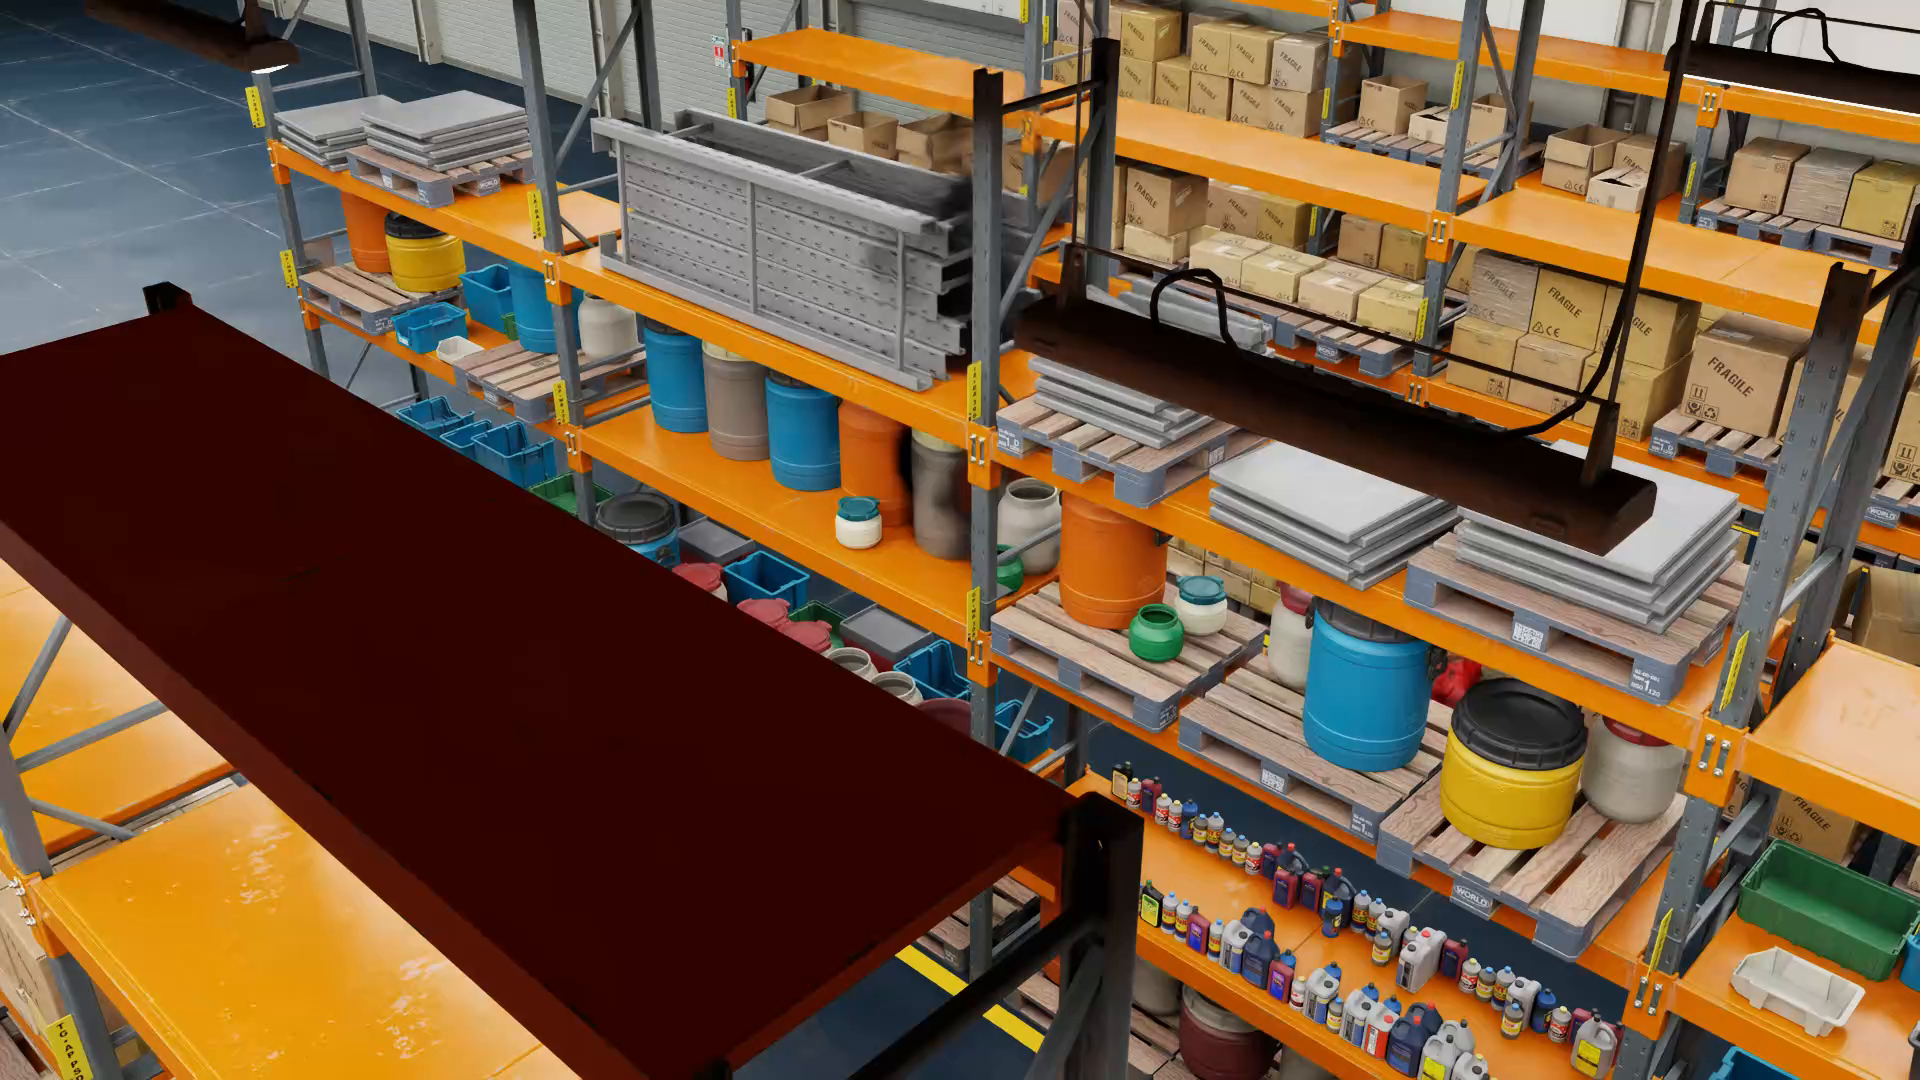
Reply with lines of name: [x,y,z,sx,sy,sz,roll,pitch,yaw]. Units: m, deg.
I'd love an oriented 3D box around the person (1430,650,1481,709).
person: [3.375,1.407,11.527,0.846,1.786,0.685,18,34,29]
